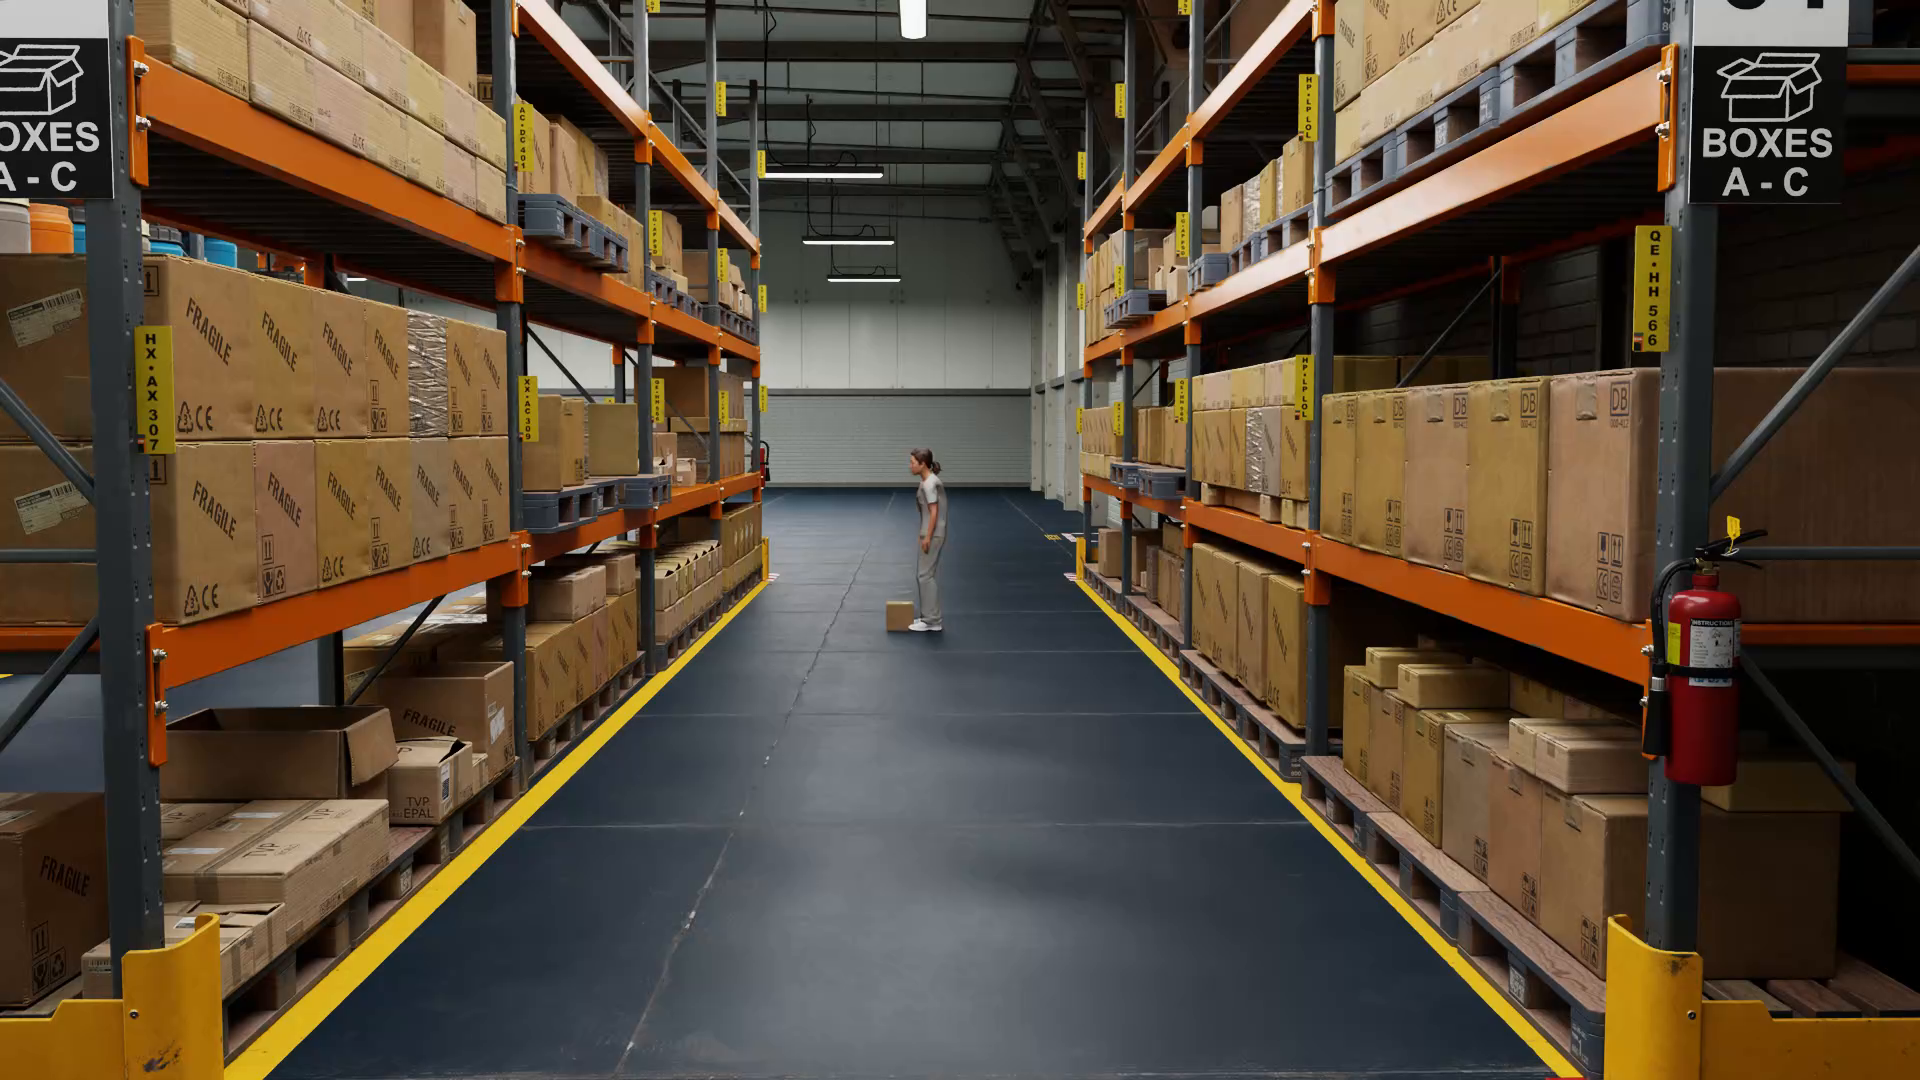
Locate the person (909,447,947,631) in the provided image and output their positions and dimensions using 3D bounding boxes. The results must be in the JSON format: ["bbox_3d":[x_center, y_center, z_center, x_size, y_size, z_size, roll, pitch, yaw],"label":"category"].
[{"bbox_3d":[-0.298,-0.014,15.169,0.361,1.671,0.497,0,4,-4],"label":"person"}]
